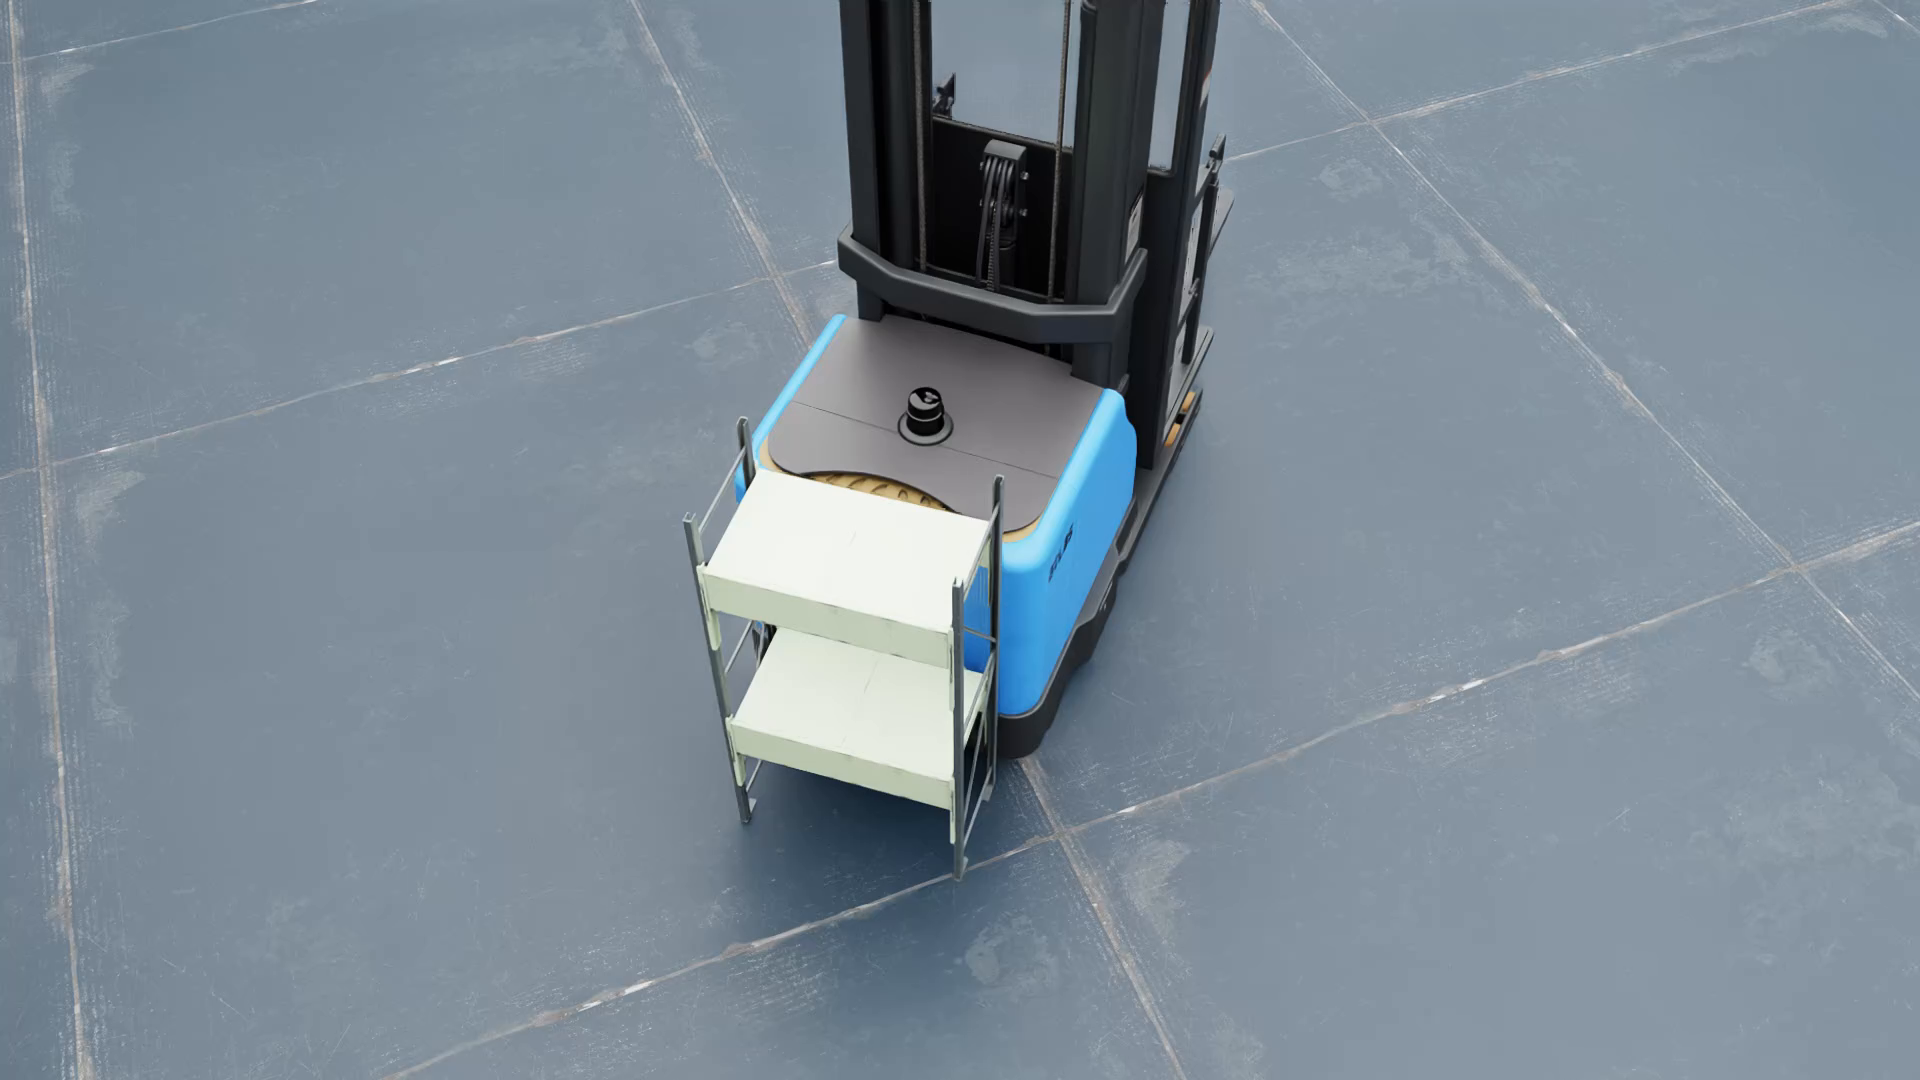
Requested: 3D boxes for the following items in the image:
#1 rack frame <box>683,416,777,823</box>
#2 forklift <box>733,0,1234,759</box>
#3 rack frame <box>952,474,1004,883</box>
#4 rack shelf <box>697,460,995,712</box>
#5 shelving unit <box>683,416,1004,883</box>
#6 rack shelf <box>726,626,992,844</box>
[{"bbox_3d":[-0.649,0.294,5.008,0.023,1.500,0.400,13,51,11],"label":"rack frame"},{"bbox_3d":[0.315,-1.367,5.492,1.130,2.935,3.031,17,51,14],"label":"forklift"},{"bbox_3d":[0.049,0.459,4.866,0.023,1.500,0.400,13,51,11],"label":"rack frame"},{"bbox_3d":[-0.300,0.123,4.640,0.720,0.370,0.431,13,51,11],"label":"rack shelf"},{"bbox_3d":[-0.300,0.377,4.937,0.755,1.500,0.431,13,51,11],"label":"shelving unit"},{"bbox_3d":[-0.300,0.588,5.185,0.720,0.370,0.431,13,51,11],"label":"rack shelf"}]
